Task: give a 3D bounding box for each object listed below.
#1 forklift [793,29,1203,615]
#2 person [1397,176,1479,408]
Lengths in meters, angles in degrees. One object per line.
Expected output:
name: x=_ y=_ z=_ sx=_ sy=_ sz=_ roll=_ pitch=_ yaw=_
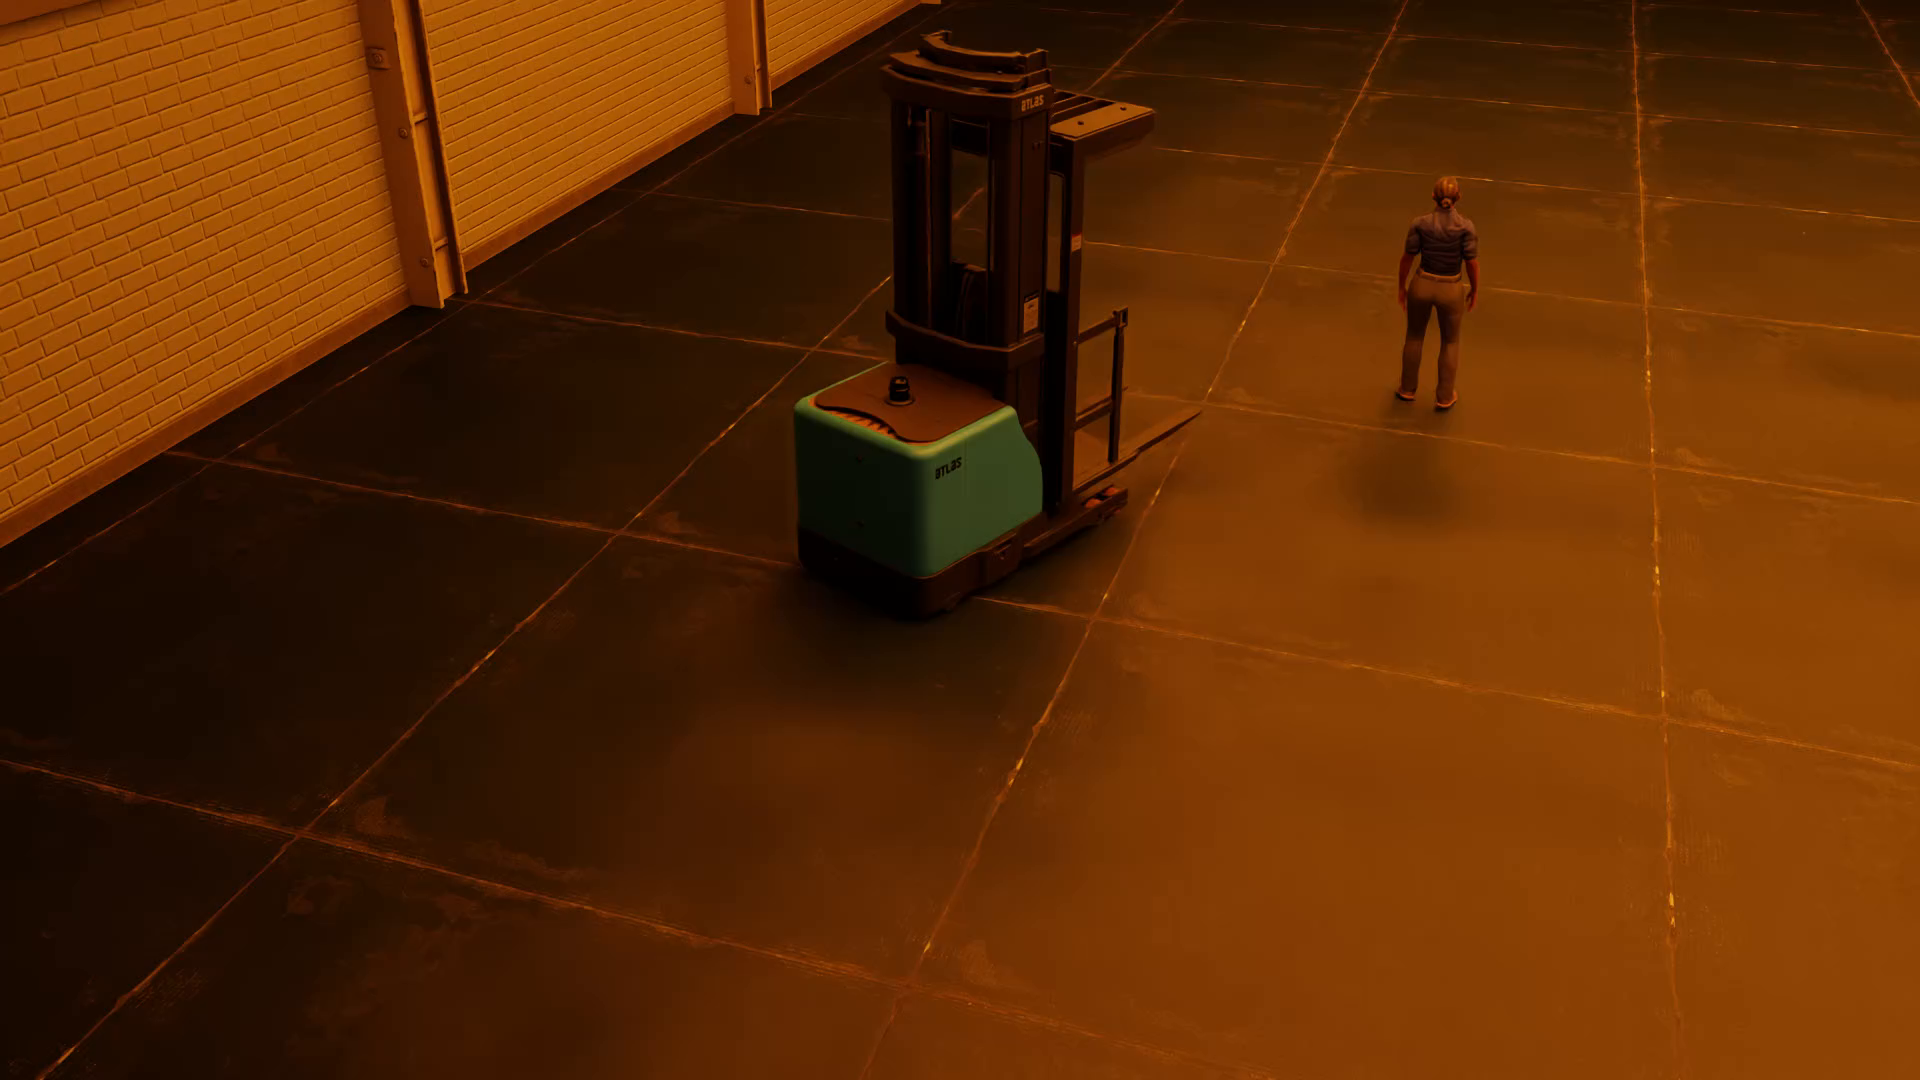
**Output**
forklift: x=0.394 y=-1.508 z=9.781 sx=1.130 sy=2.935 sz=3.031 roll=23 pitch=37 yaw=35
person: x=3.286 y=-1.706 z=11.441 sx=0.534 sy=1.675 sz=0.429 roll=12 pitch=32 yaw=20
